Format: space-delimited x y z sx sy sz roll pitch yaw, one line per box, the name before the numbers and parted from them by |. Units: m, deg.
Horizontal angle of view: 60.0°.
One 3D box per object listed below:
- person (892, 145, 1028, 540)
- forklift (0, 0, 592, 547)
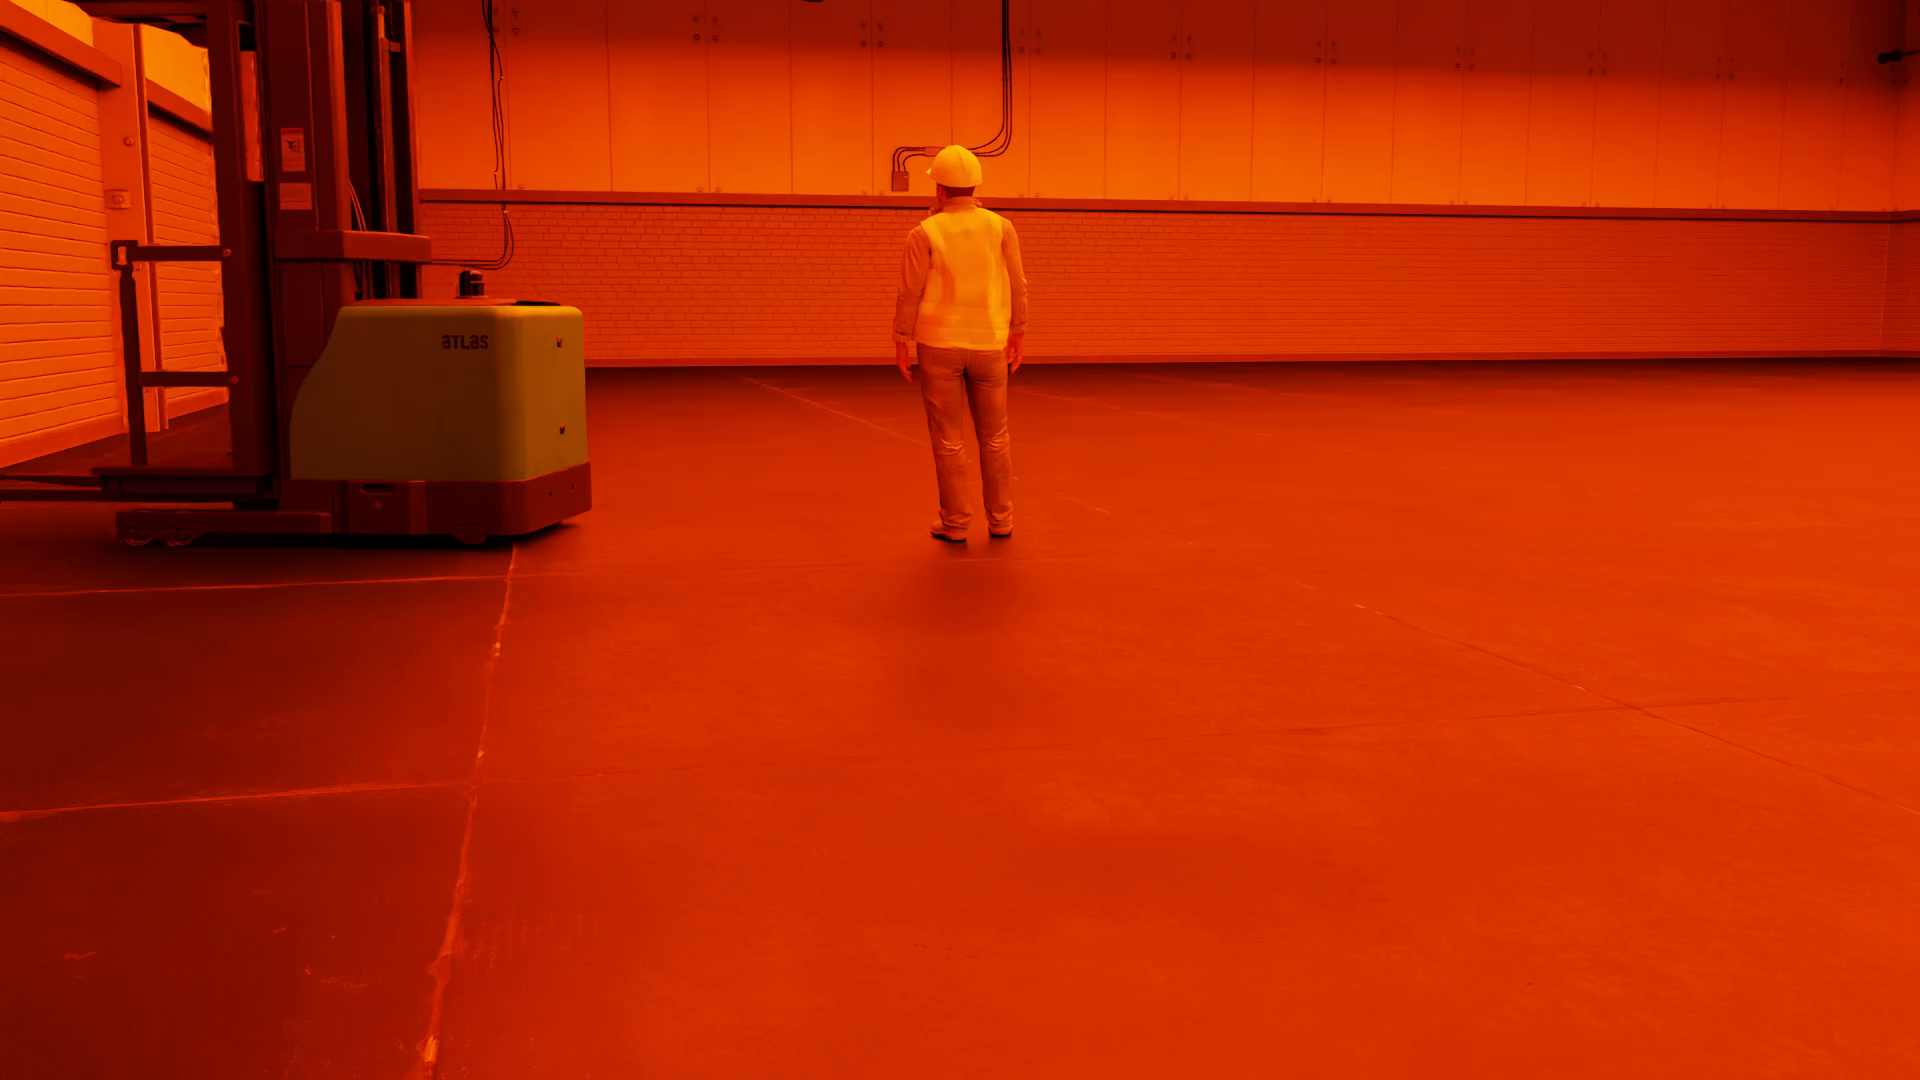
person | -0.008 -0.895 7.645 0.634 1.775 0.566 -2 8 -13
forklift | -3.380 -1.492 7.794 3.031 2.935 1.130 1 8 6
